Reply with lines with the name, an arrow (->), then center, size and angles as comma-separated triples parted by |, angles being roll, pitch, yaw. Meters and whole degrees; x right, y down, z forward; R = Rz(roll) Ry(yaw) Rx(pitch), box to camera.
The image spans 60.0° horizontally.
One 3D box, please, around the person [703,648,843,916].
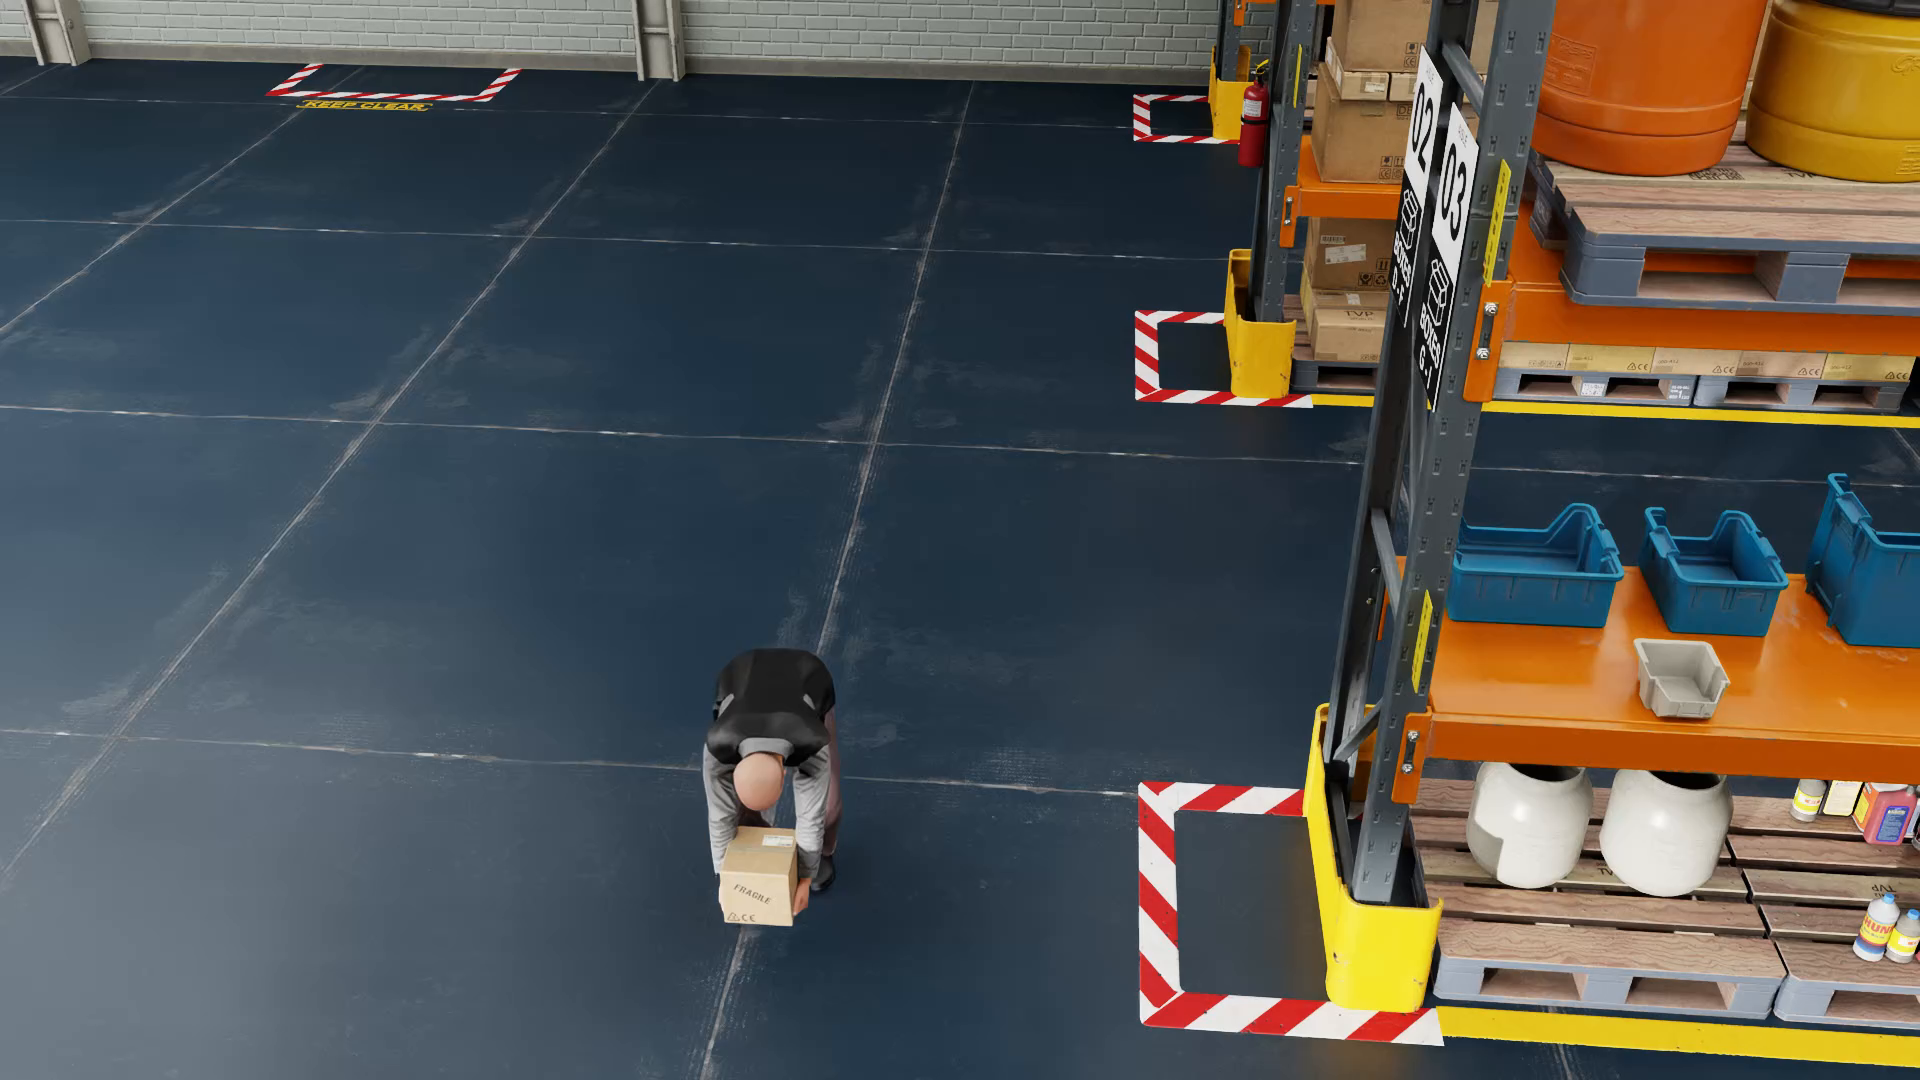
person -> -0.697, 0.961, 6.271 | 0.504, 1.023, 0.949 | 1, 32, 2
